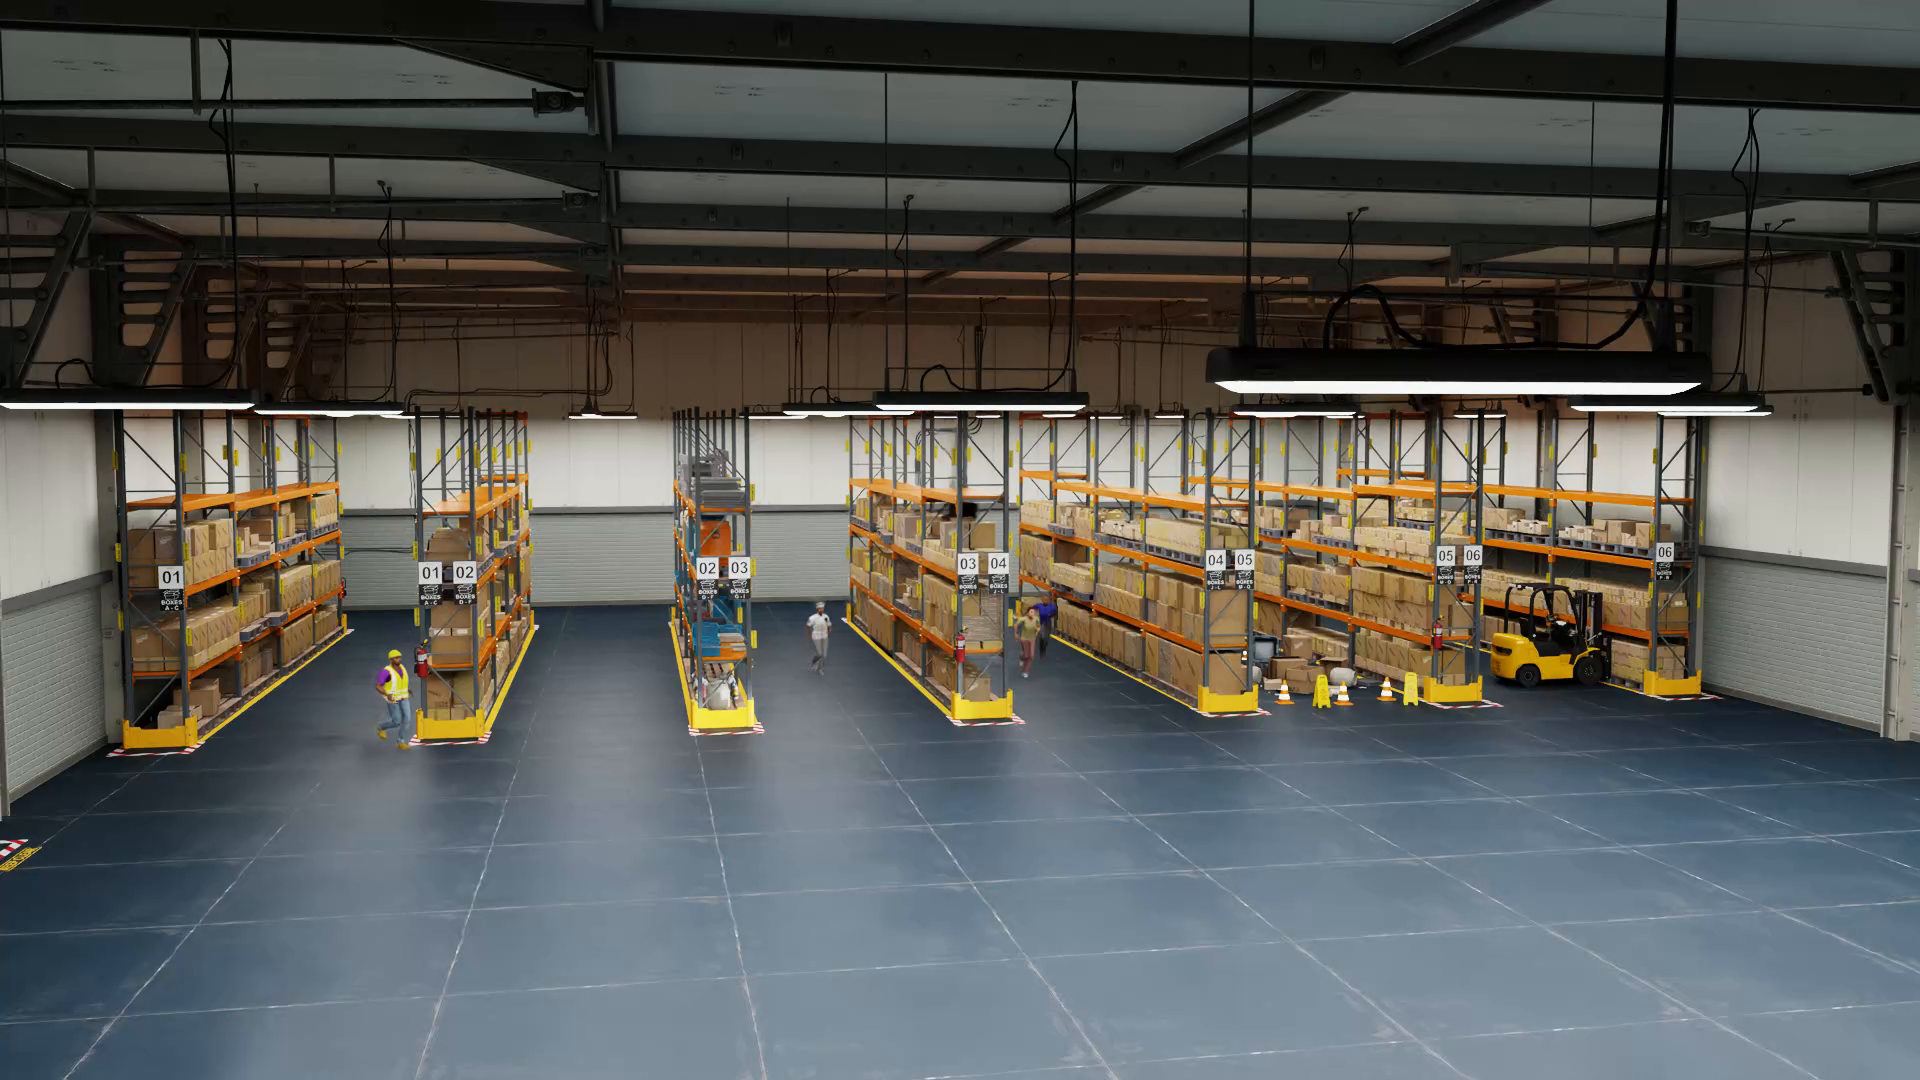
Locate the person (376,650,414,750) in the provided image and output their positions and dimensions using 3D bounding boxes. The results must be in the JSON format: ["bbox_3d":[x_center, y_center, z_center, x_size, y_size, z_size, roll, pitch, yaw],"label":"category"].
[{"bbox_3d":[-9.920,2.795,29.191,0.738,1.749,0.711,2,5,31],"label":"person"}]

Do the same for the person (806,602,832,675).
[{"bbox_3d":[-3.148,2.232,37.529,0.570,1.661,0.553,-2,4,-24],"label":"person"}]

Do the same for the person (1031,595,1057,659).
[{"bbox_3d":[2.009,2.087,39.821,0.564,1.562,0.841,-1,4,-11],"label":"person"}]

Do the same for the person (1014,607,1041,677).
[{"bbox_3d":[1.518,2.282,37.457,0.572,1.600,0.693,-2,4,-22],"label":"person"}]
